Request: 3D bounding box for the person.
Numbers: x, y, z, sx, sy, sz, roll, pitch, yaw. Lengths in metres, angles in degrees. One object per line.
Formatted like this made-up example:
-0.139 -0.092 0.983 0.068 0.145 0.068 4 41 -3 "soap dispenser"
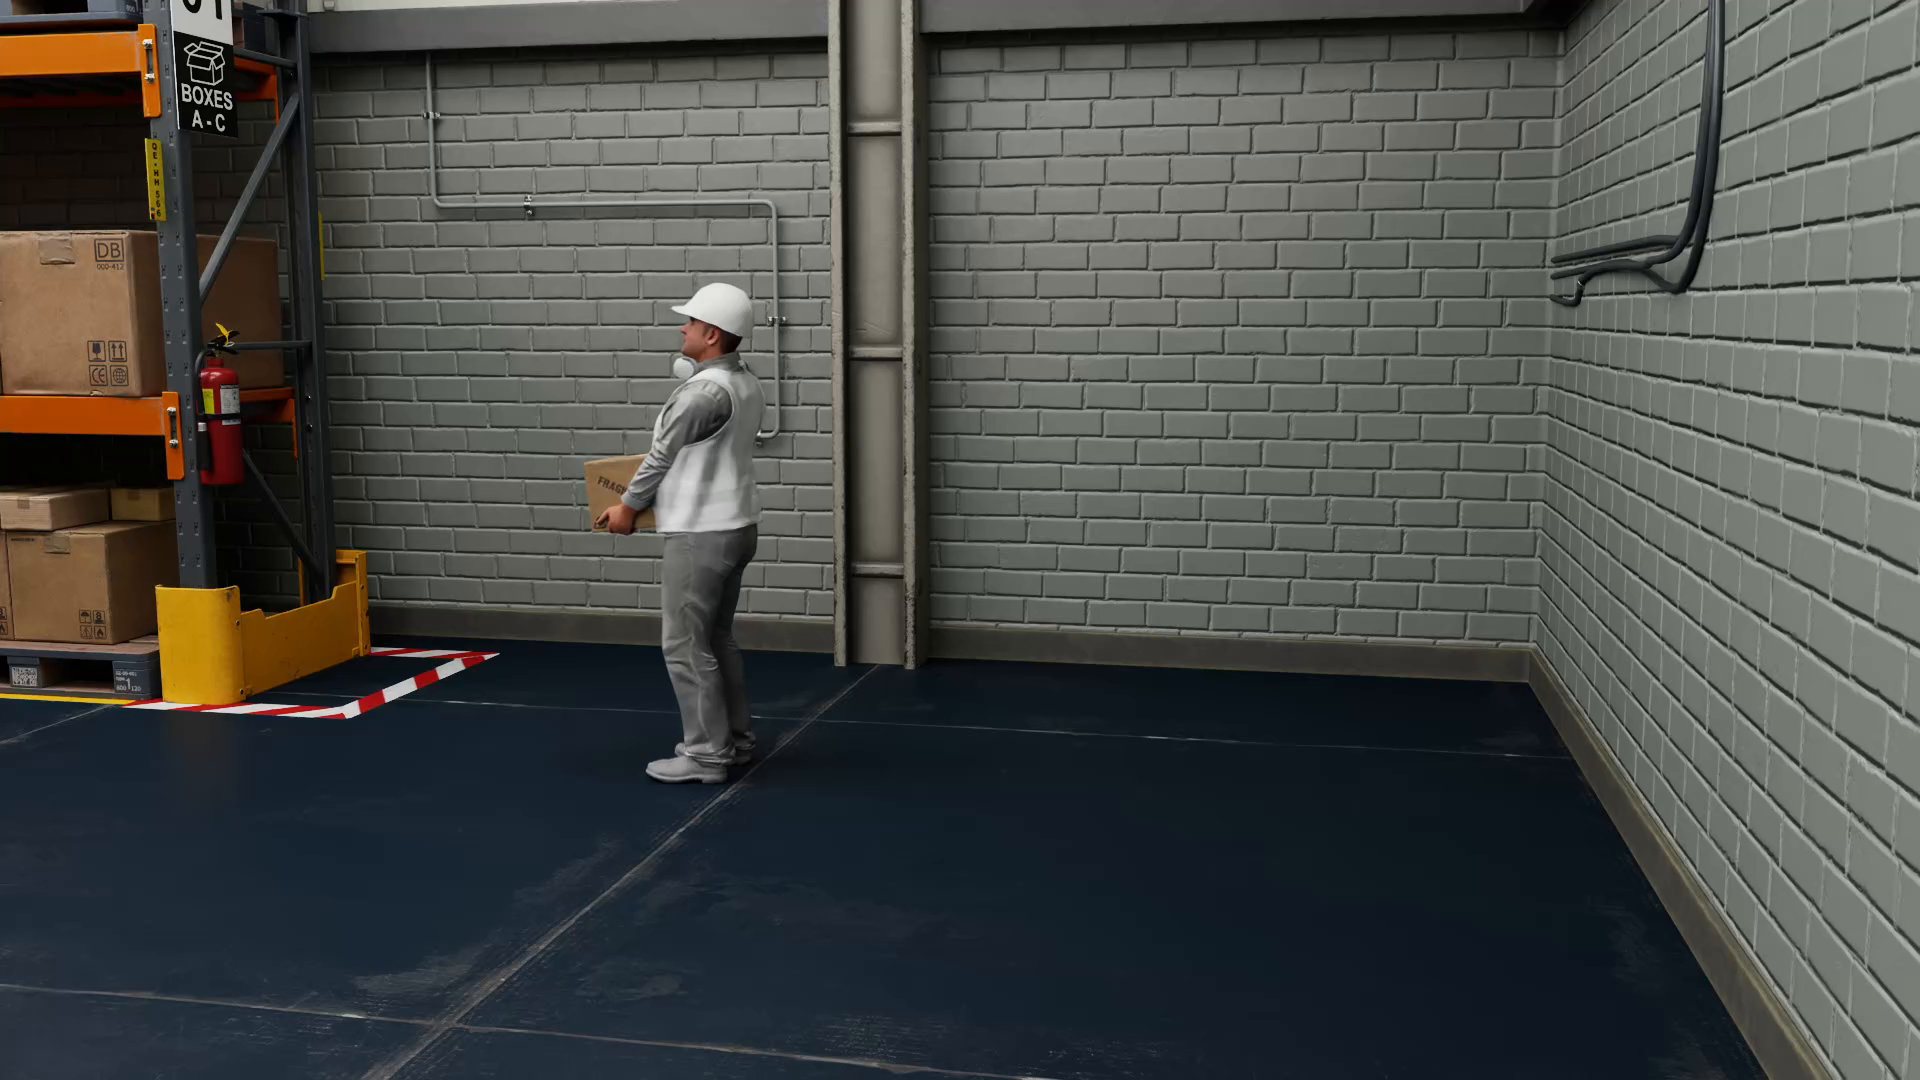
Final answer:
-0.959 -0.041 5.986 0.508 1.776 0.541 2 8 13 "person"
